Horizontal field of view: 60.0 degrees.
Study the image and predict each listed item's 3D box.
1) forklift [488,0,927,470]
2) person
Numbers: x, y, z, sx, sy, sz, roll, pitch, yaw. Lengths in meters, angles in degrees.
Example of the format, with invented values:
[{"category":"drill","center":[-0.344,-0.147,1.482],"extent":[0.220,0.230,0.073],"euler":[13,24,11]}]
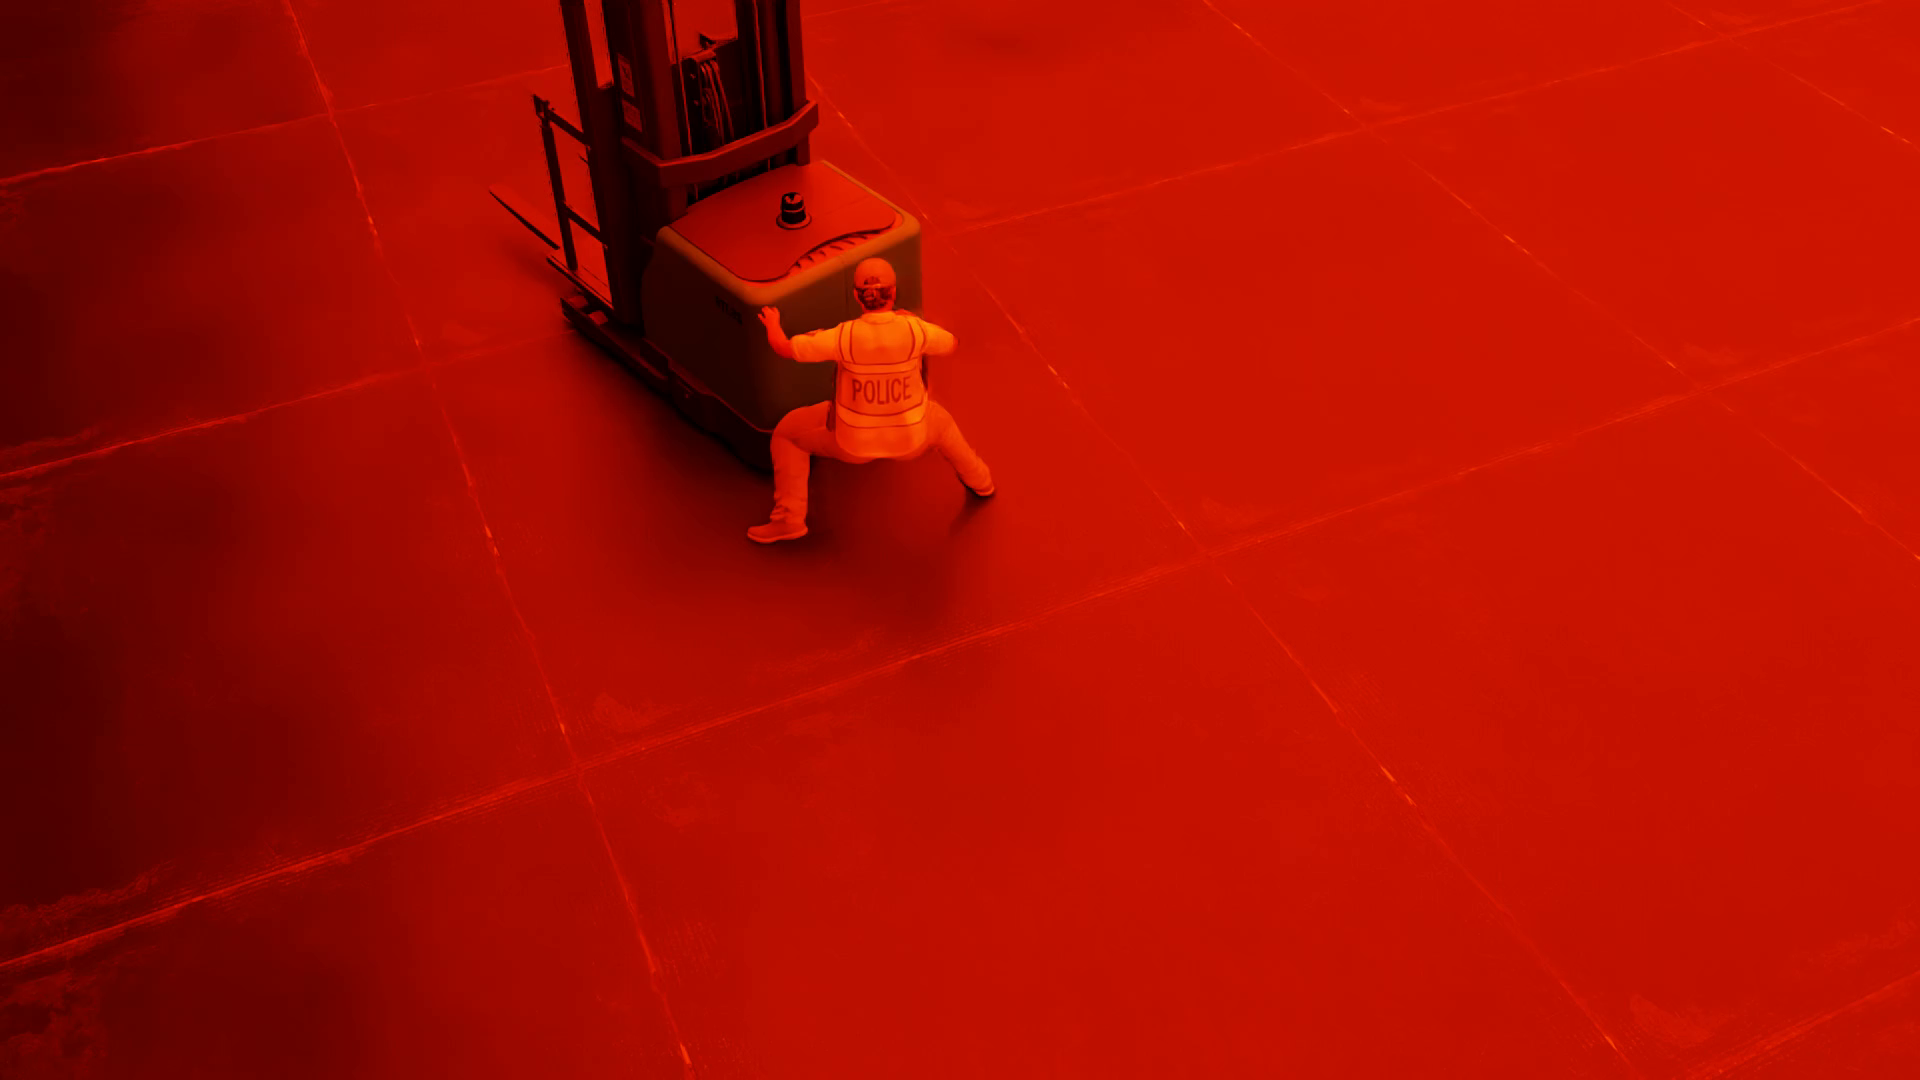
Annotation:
[{"category":"forklift","center":[-1.514,-2.342,8.189],"extent":[1.130,2.935,3.031],"euler":[-31,51,-29]},{"category":"person","center":[-0.417,-0.647,7.465],"extent":[1.202,1.441,0.661],"euler":[-6,43,-6]}]
